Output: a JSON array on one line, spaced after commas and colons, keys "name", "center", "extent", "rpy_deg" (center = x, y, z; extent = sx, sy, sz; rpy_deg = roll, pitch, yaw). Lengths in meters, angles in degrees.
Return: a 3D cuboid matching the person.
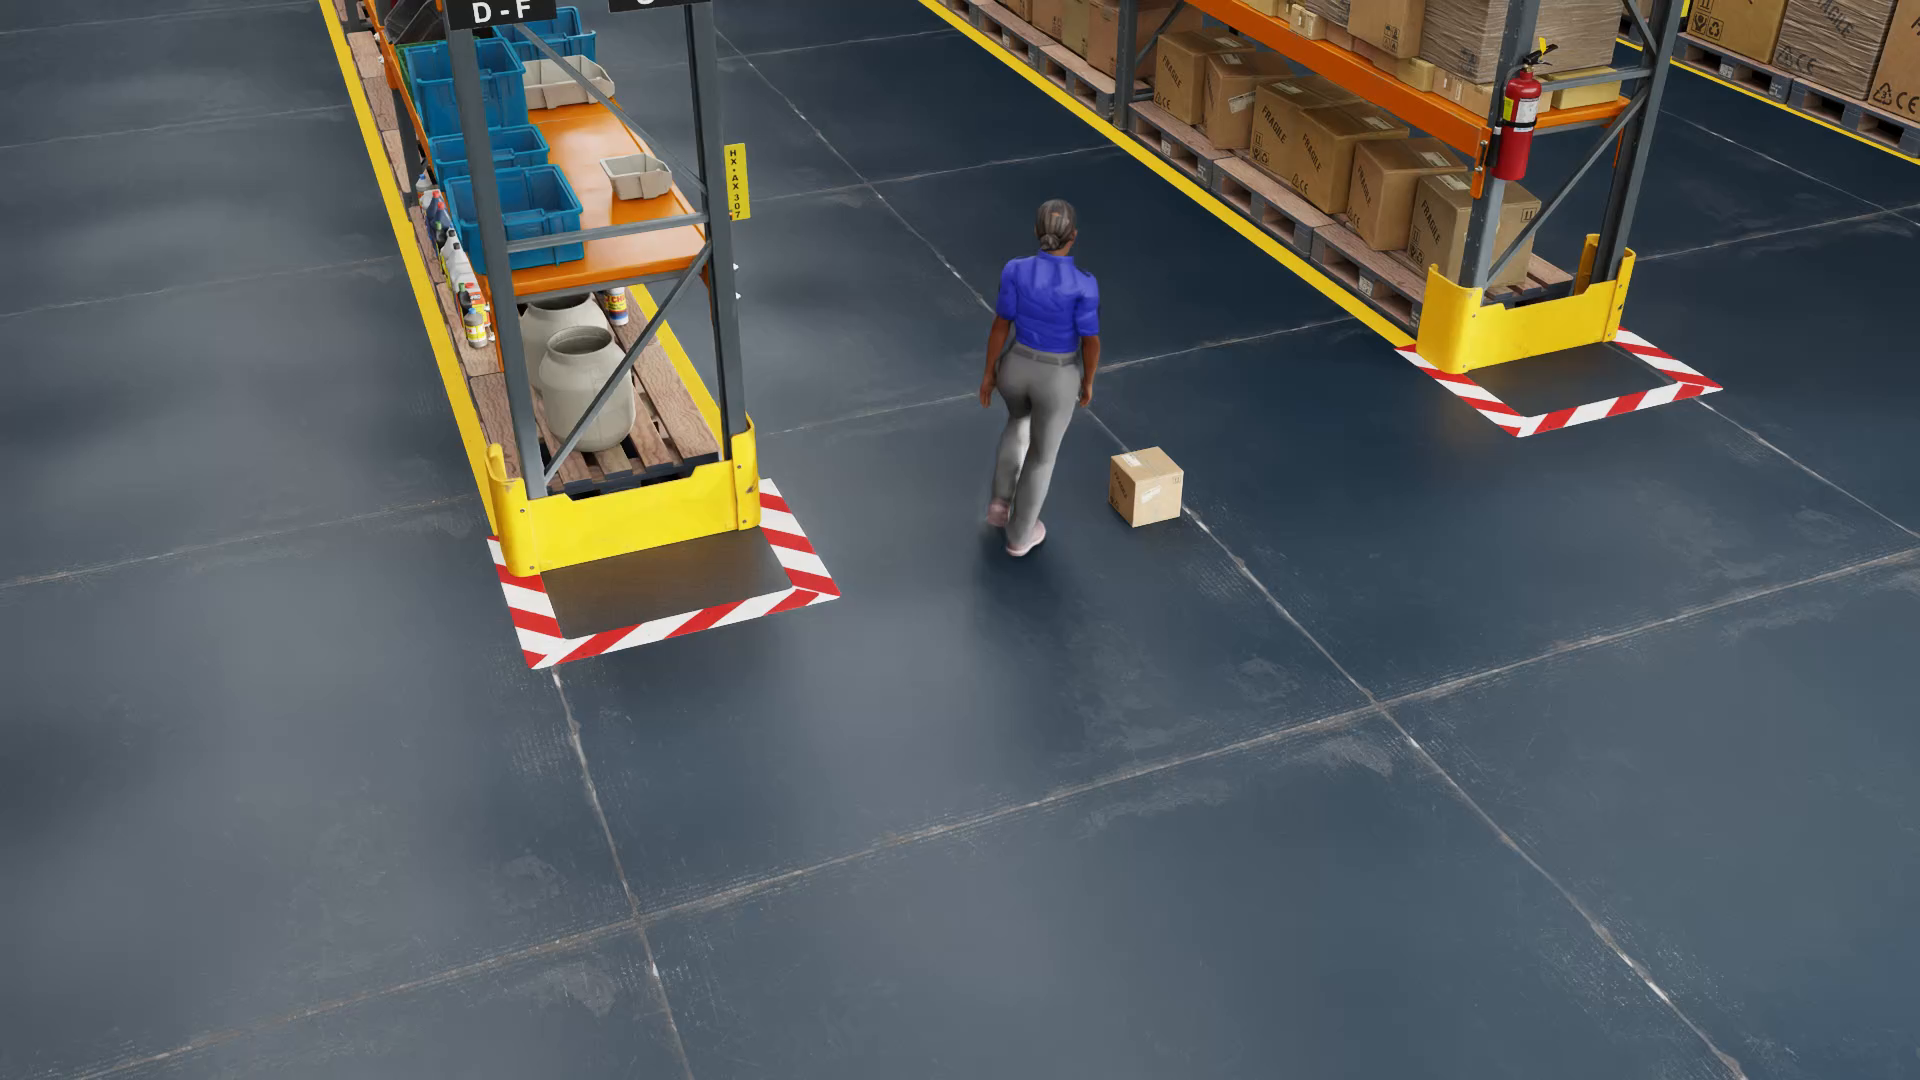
[{"name": "person", "center": [0.435, -0.741, 7.257], "extent": [0.711, 1.642, 0.481], "rpy_deg": [-19, 38, -26]}]
